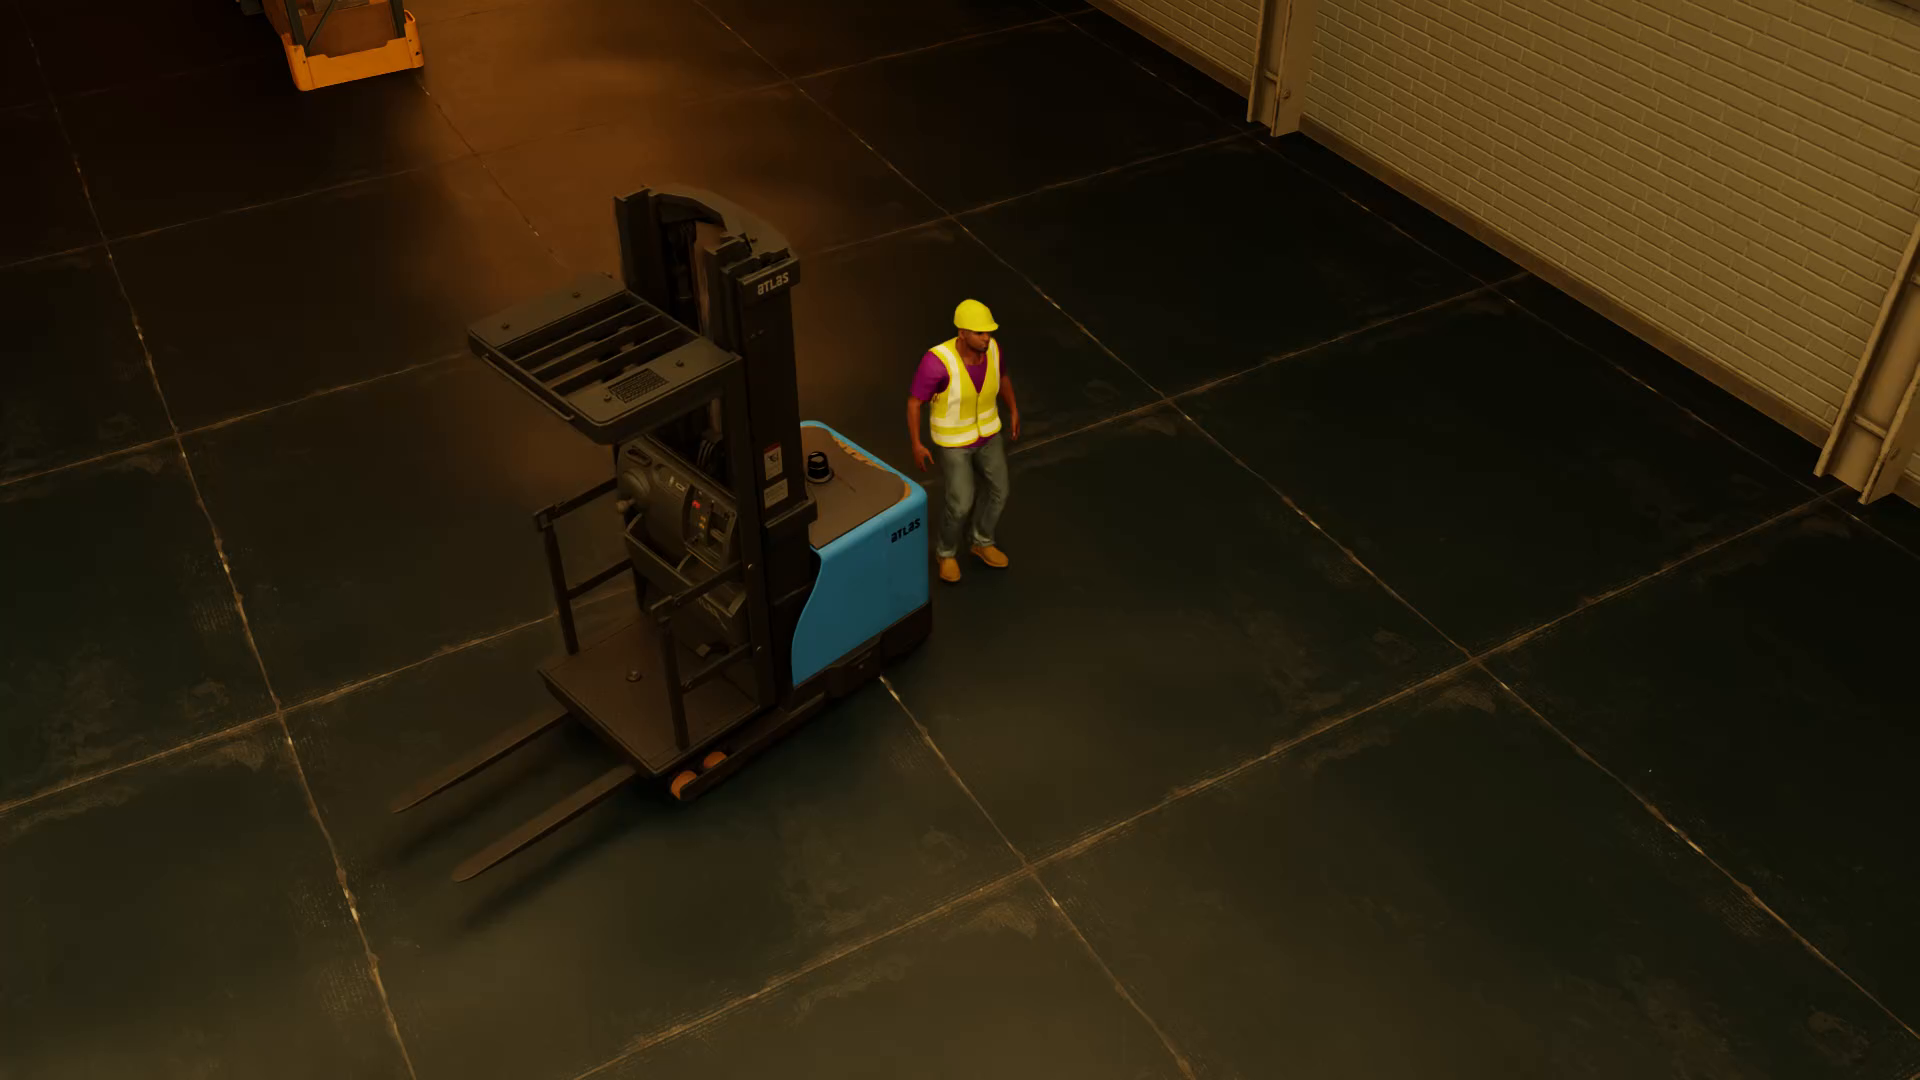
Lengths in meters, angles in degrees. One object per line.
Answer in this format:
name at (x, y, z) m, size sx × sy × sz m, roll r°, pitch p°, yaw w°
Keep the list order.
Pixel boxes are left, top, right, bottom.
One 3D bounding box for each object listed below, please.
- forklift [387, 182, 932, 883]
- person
forklift at (-1.567, -0.135, 8.199) m, size 3.031 × 2.935 × 1.130 m, roll -32°, pitch 49°, yaw -33°
person at (0.070, -0.584, 9.691) m, size 0.770 × 1.743 × 0.520 m, roll -23°, pitch 45°, yaw -26°
